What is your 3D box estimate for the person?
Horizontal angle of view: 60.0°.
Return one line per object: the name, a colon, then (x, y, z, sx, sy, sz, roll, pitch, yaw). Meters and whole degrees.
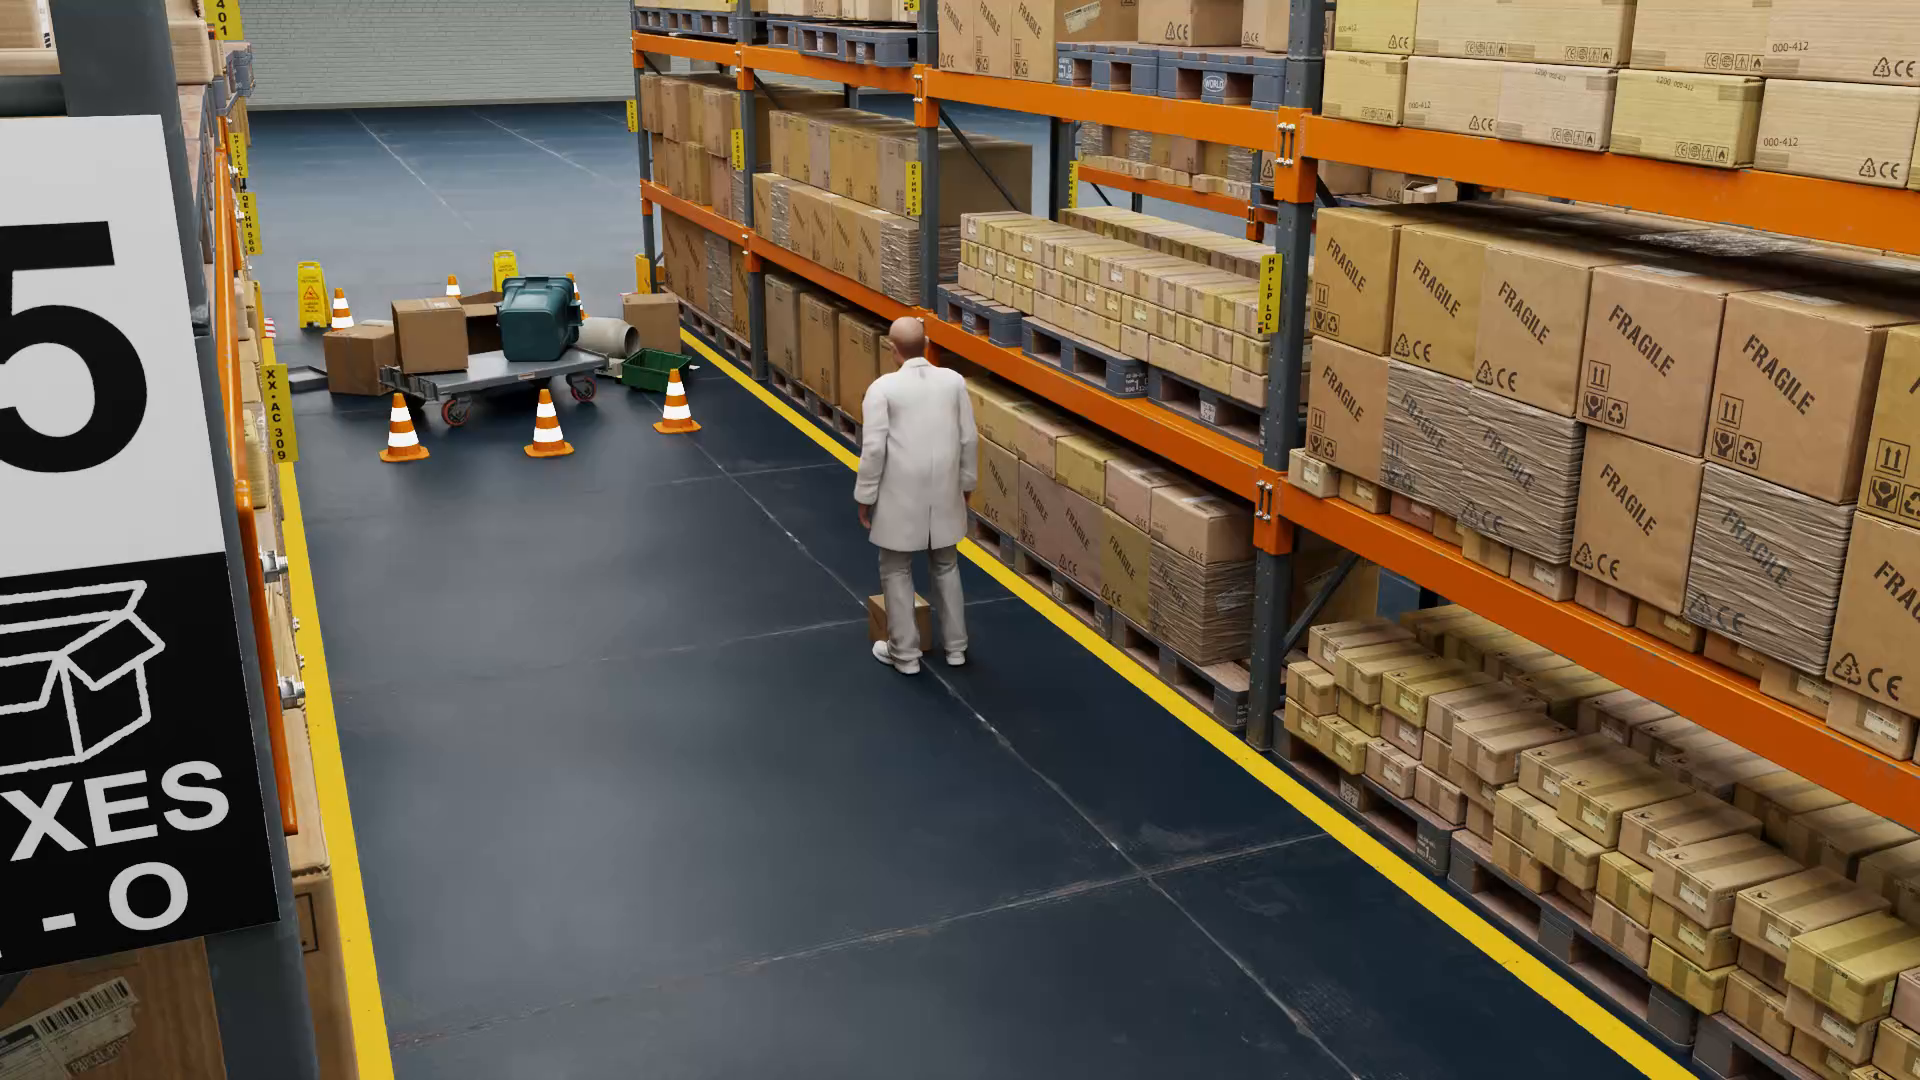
person: (-0.211, -0.219, 8.237, 0.651, 1.774, 0.416, -8, 20, -22)
